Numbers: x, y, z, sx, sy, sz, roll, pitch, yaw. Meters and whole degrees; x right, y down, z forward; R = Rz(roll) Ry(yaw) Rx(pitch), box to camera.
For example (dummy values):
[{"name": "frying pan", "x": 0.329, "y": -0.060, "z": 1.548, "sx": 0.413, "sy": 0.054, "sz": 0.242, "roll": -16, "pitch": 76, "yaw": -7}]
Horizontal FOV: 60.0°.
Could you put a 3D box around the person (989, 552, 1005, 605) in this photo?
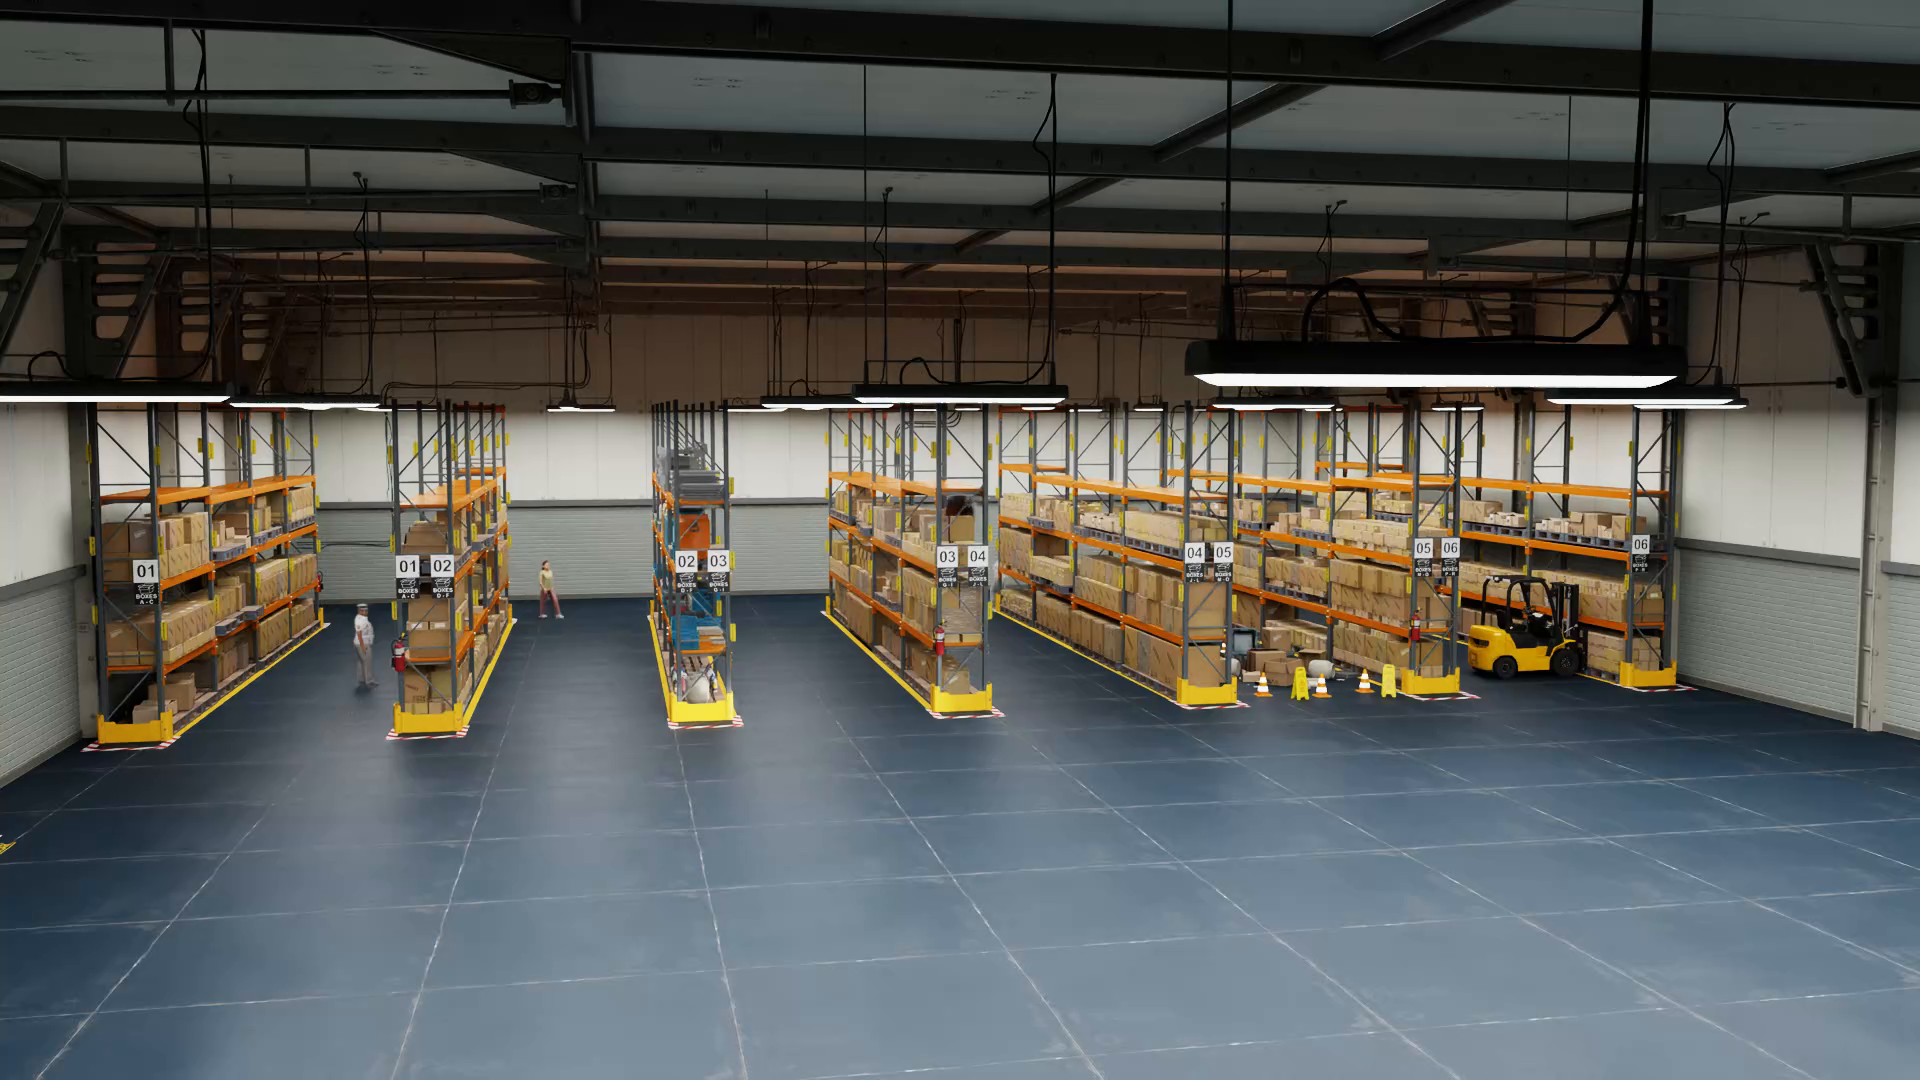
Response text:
[{"name": "person", "x": 1.192, "y": 1.146, "z": 49.754, "sx": 0.953, "sy": 1.632, "sz": 0.557, "roll": -1, "pitch": 4, "yaw": -13}]

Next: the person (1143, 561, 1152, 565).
[{"name": "person", "x": 5.024, "y": 1.434, "z": 45.149, "sx": 0.625, "sy": 1.780, "sz": 0.596, "roll": -1, "pitch": 4, "yaw": -13}]

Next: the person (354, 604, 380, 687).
[{"name": "person", "x": -12.481, "y": 2.210, "z": 34.967, "sx": 0.476, "sy": 1.741, "sz": 0.612, "roll": -2, "pitch": 5, "yaw": -23}]

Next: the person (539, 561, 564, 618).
[{"name": "person", "x": -11.481, "y": 1.388, "z": 46.353, "sx": 0.489, "sy": 1.611, "sz": 1.013, "roll": -4, "pitch": 6, "yaw": -40}]

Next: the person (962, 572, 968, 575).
[{"name": "person", "x": 0.378, "y": 1.036, "z": 50.476, "sx": 0.582, "sy": 1.781, "sz": 0.666, "roll": -3, "pitch": 5, "yaw": -36}]
